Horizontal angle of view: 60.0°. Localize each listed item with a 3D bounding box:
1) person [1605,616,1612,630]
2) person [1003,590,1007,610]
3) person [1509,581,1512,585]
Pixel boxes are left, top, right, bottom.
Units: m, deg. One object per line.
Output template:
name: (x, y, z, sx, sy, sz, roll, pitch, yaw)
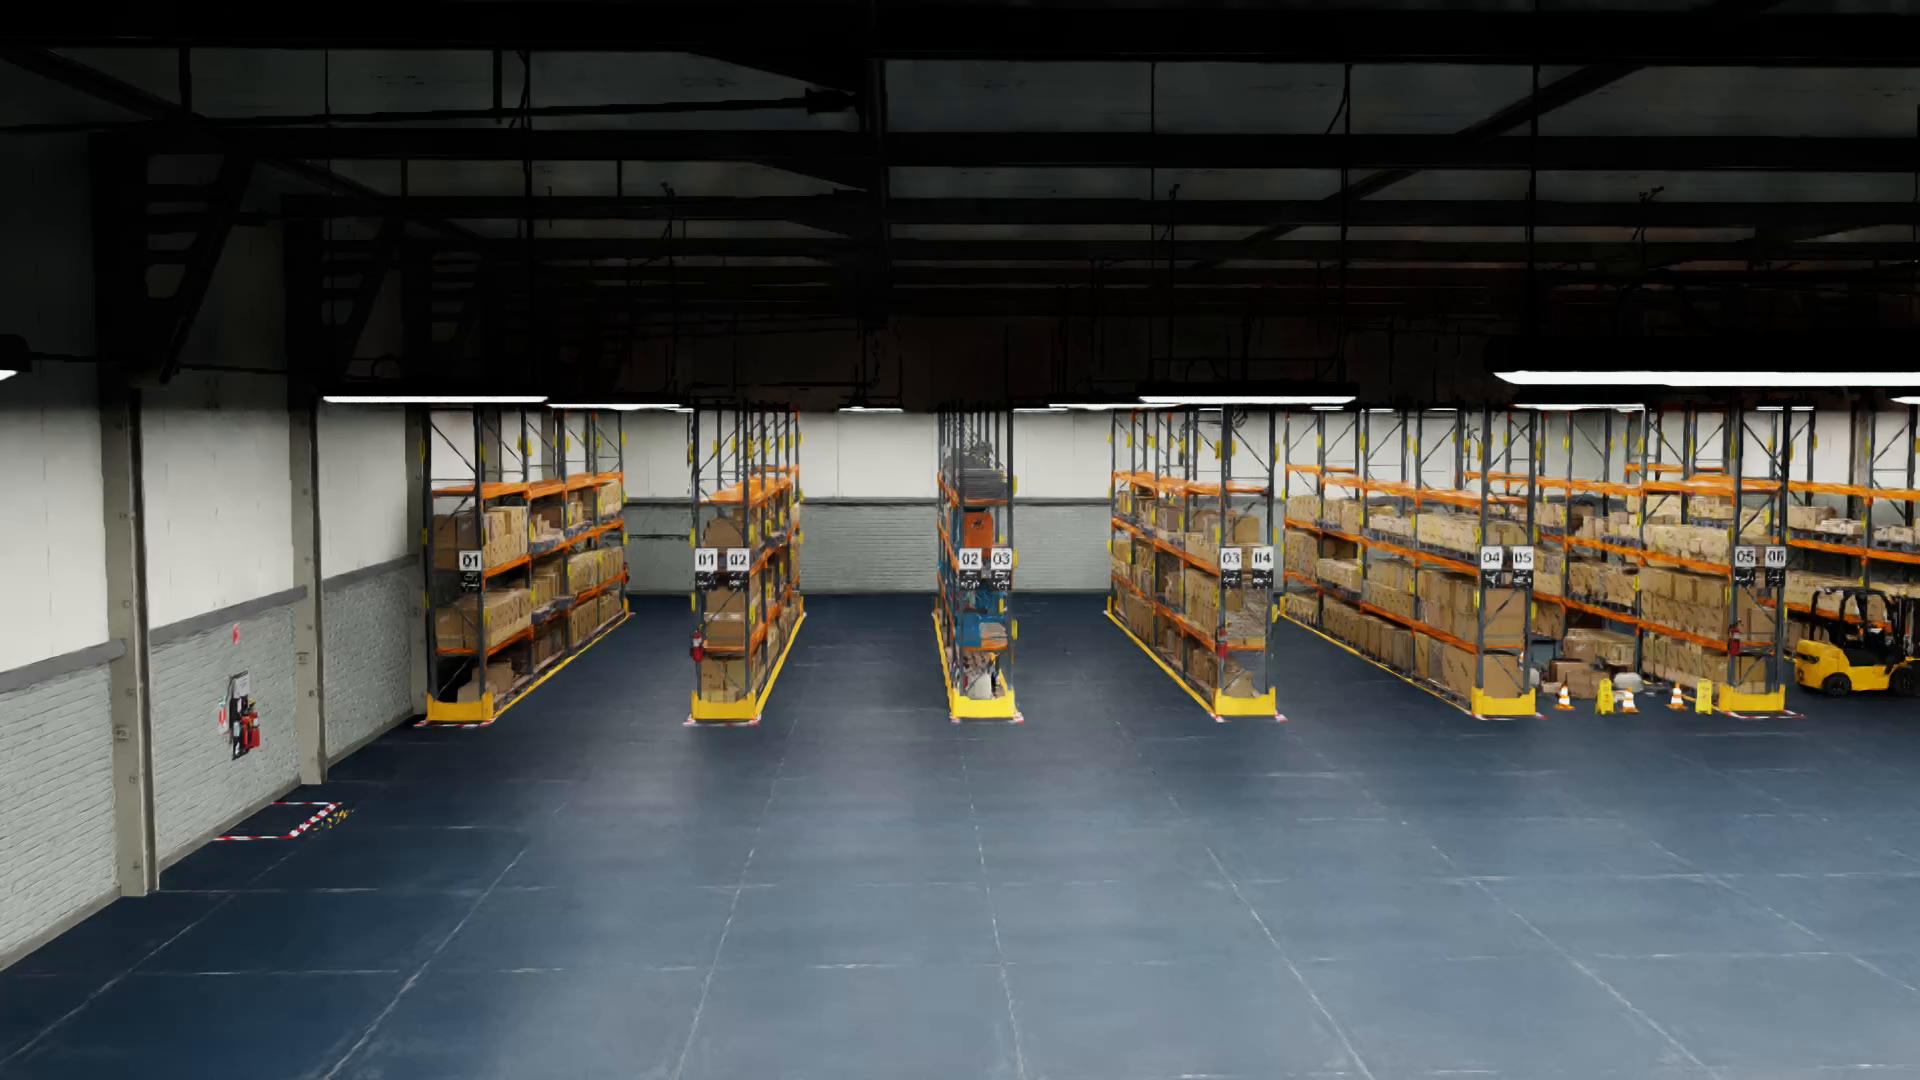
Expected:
person: (16.772, 1.525, 43.486, 0.580, 1.763, 0.673, 2, 5, 27)
person: (1.078, 1.284, 48.258, 0.538, 1.546, 0.678, -2, 5, -29)
person: (13.578, 1.896, 41.033, 0.532, 1.394, 0.535, 2, 5, 20)
